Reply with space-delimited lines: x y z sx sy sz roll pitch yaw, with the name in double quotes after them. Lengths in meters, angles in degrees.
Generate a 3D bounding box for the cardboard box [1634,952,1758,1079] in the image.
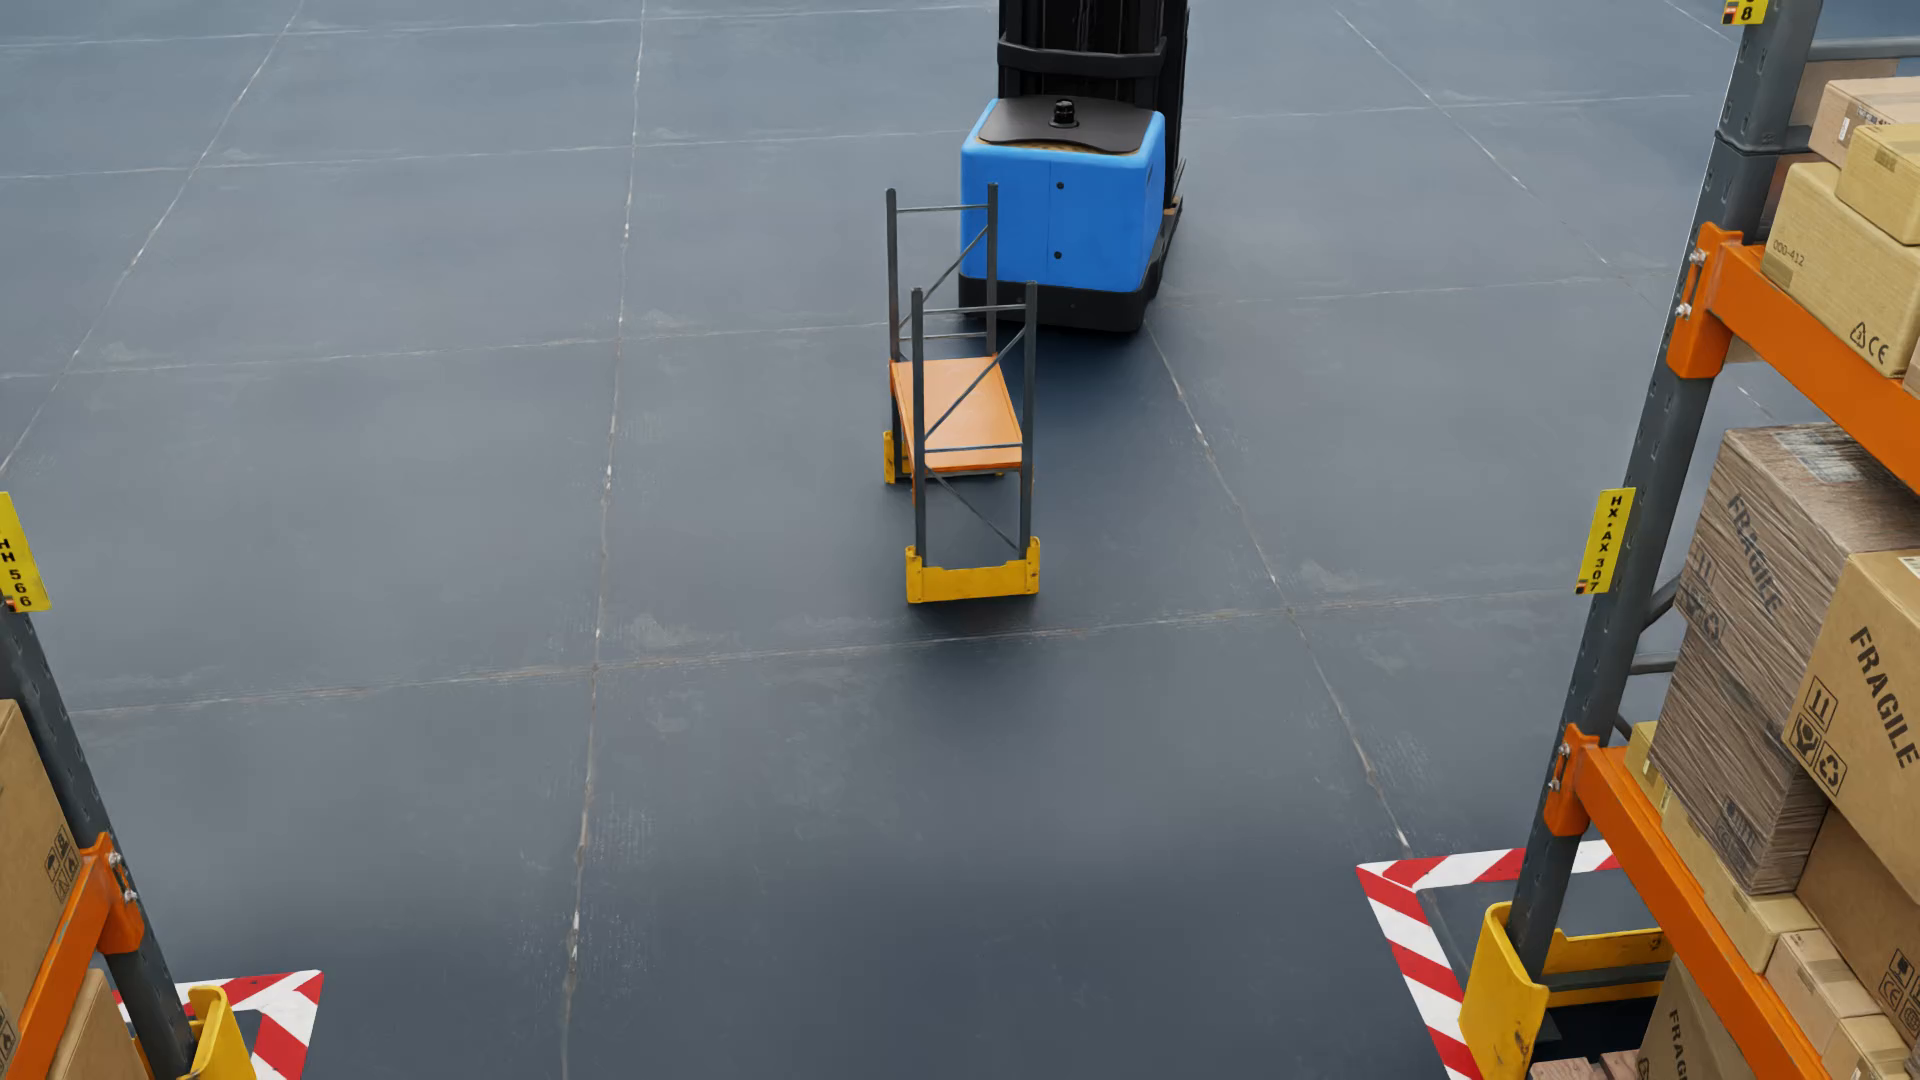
2.279 1.531 4.687 0.500 0.500 0.500 2 34 2 "cardboard box"

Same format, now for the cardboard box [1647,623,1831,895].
2.258 0.467 4.049 0.875 0.500 0.500 -4 35 -6 "cardboard box"

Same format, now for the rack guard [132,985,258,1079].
-2.720 1.661 4.869 1.175 0.500 0.348 -4 35 -6 "rack guard"

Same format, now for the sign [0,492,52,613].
-2.177 0.031 3.802 0.100 0.325 0.005 -4 35 -6 "sign"

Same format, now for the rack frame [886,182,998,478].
-0.080 -0.951 7.814 0.500 1.500 0.032 -4 35 -6 "rack frame"

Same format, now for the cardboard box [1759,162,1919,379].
2.020 -0.567 3.388 0.500 0.250 0.500 -3 34 -5 "cardboard box"

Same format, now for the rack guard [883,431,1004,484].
-0.077 -0.424 8.150 0.587 0.250 0.087 -4 35 -6 "rack guard"

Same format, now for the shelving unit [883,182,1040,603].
-0.010 -0.662 7.390 0.587 1.500 1.083 -4 35 -6 "shelving unit"

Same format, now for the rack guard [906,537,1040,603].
0.057 0.132 7.334 0.587 0.250 0.087 -4 35 -6 "rack guard"

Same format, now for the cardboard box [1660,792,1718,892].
2.028 0.744 4.218 0.380 0.149 0.250 -4 35 -6 "cardboard box"

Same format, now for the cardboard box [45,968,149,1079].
-2.560 1.719 4.078 0.875 0.875 0.875 -4 34 -6 "cardboard box"

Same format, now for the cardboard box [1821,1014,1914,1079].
2.128 1.162 3.604 0.380 0.149 0.250 -4 35 -6 "cardboard box"

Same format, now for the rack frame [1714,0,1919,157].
2.212 -2.157 2.925 1.000 3.000 0.127 -4 35 -6 "rack frame"

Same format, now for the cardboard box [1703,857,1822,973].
2.047 0.884 4.012 0.380 0.149 0.250 -4 35 -6 "cardboard box"

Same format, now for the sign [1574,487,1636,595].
1.674 0.005 4.310 0.100 0.325 0.005 -4 35 -6 "sign"

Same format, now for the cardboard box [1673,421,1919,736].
2.016 0.072 3.740 0.500 0.500 0.500 -4 35 -6 "cardboard box"

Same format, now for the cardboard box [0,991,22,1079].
-2.526 1.088 3.357 0.875 0.550 0.550 -4 35 -6 "cardboard box"

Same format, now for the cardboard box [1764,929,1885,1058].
2.101 1.022 3.809 0.380 0.149 0.250 -4 35 -6 "cardboard box"

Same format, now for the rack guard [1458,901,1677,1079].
2.222 1.397 5.256 1.175 0.500 0.348 -4 35 -6 "rack guard"

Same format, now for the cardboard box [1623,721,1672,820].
2.014 0.603 4.425 0.380 0.149 0.250 -4 35 -6 "cardboard box"

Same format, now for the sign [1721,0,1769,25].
1.674 -1.238 3.463 0.100 0.325 0.005 -4 35 -6 "sign"

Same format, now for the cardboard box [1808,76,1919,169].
2.020 -0.849 3.448 0.380 0.149 0.250 -5 35 -7 "cardboard box"

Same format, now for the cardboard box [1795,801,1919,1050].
2.445 0.737 3.653 0.875 0.500 0.500 -4 35 -6 "cardboard box"

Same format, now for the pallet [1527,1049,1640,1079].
2.296 1.973 4.668 1.003 0.211 1.213 -4 35 -6 "pallet"

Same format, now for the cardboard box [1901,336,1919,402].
2.096 -0.280 2.967 0.500 0.250 0.500 -5 35 -7 "cardboard box"

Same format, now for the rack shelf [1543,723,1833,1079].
2.481 1.735 3.179 1.077 0.370 4.000 -4 35 -6 "rack shelf"

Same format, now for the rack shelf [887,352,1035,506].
-0.011 -0.519 7.499 0.538 0.185 1.000 -4 35 -6 "rack shelf"

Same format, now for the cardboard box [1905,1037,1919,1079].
2.469 1.019 3.238 0.875 0.500 0.500 -4 35 -6 "cardboard box"

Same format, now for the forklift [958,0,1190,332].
0.825 -3.202 9.846 1.130 2.935 3.031 7 35 11 "forklift"

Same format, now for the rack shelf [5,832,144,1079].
-2.448 2.054 2.711 1.077 0.370 4.000 -4 35 -6 "rack shelf"

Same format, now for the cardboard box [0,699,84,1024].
-2.622 0.783 3.805 0.875 0.550 0.550 -4 35 -6 "cardboard box"

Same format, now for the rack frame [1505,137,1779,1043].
2.212 0.322 4.614 1.000 3.000 0.127 -4 35 -6 "rack frame"

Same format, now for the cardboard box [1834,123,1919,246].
1.959 -0.697 3.225 0.380 0.149 0.250 -4 34 -5 "cardboard box"

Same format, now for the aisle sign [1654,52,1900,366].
1.906 -0.764 3.899 0.394 0.787 0.004 -4 35 -6 "aisle sign"

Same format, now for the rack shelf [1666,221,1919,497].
2.481 0.496 2.334 1.077 0.370 4.000 -4 35 -6 "rack shelf"

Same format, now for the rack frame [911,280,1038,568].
0.057 -0.384 6.981 0.500 1.500 0.032 -4 35 -6 "rack frame"

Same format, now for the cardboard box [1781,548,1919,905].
2.076 0.352 3.330 0.500 0.500 0.500 -4 35 -6 "cardboard box"
